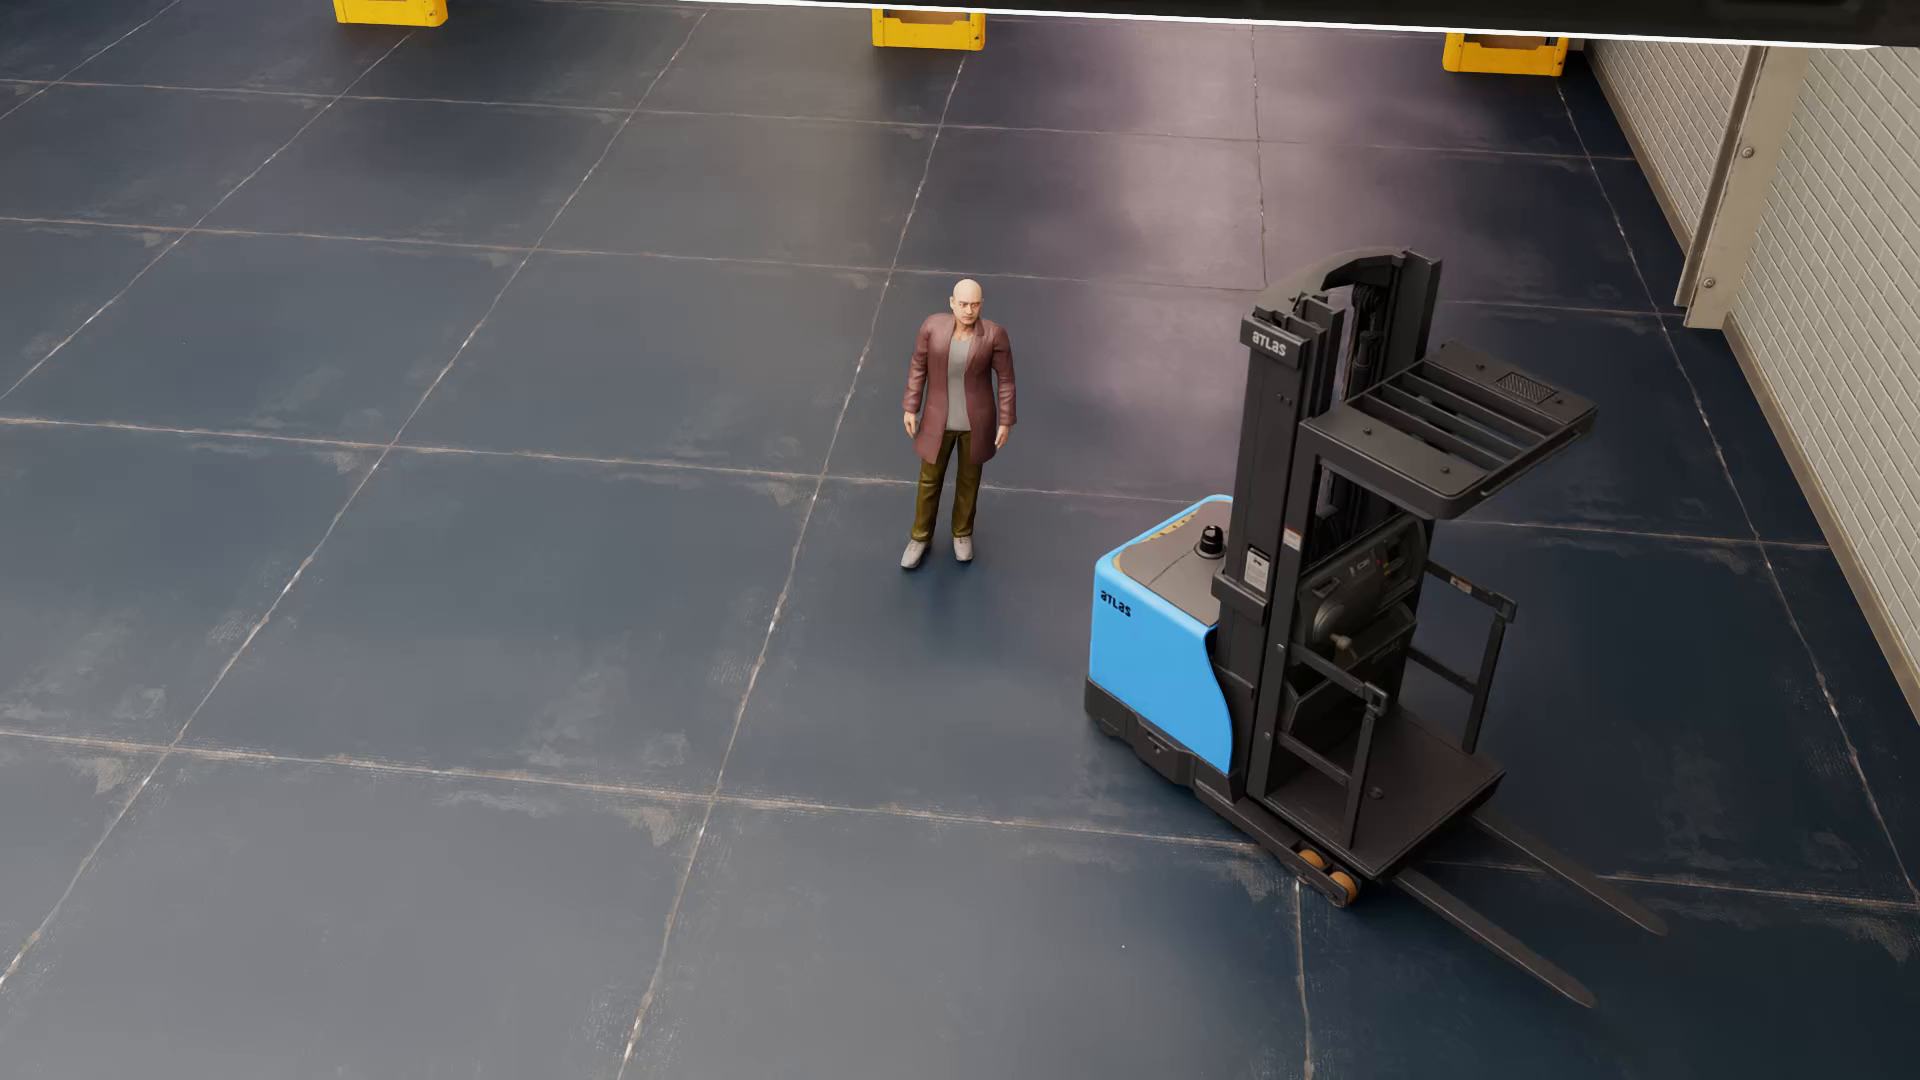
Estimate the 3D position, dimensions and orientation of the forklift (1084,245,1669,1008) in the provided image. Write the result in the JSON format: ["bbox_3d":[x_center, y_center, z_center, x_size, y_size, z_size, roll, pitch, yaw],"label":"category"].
[{"bbox_3d":[2.031,0.257,7.681,1.130,2.935,3.031,-28,44,-32],"label":"forklift"}]

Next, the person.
[{"bbox_3d":[-0.015,-0.667,9.895,0.696,1.778,0.579,4,37,6],"label":"person"}]
